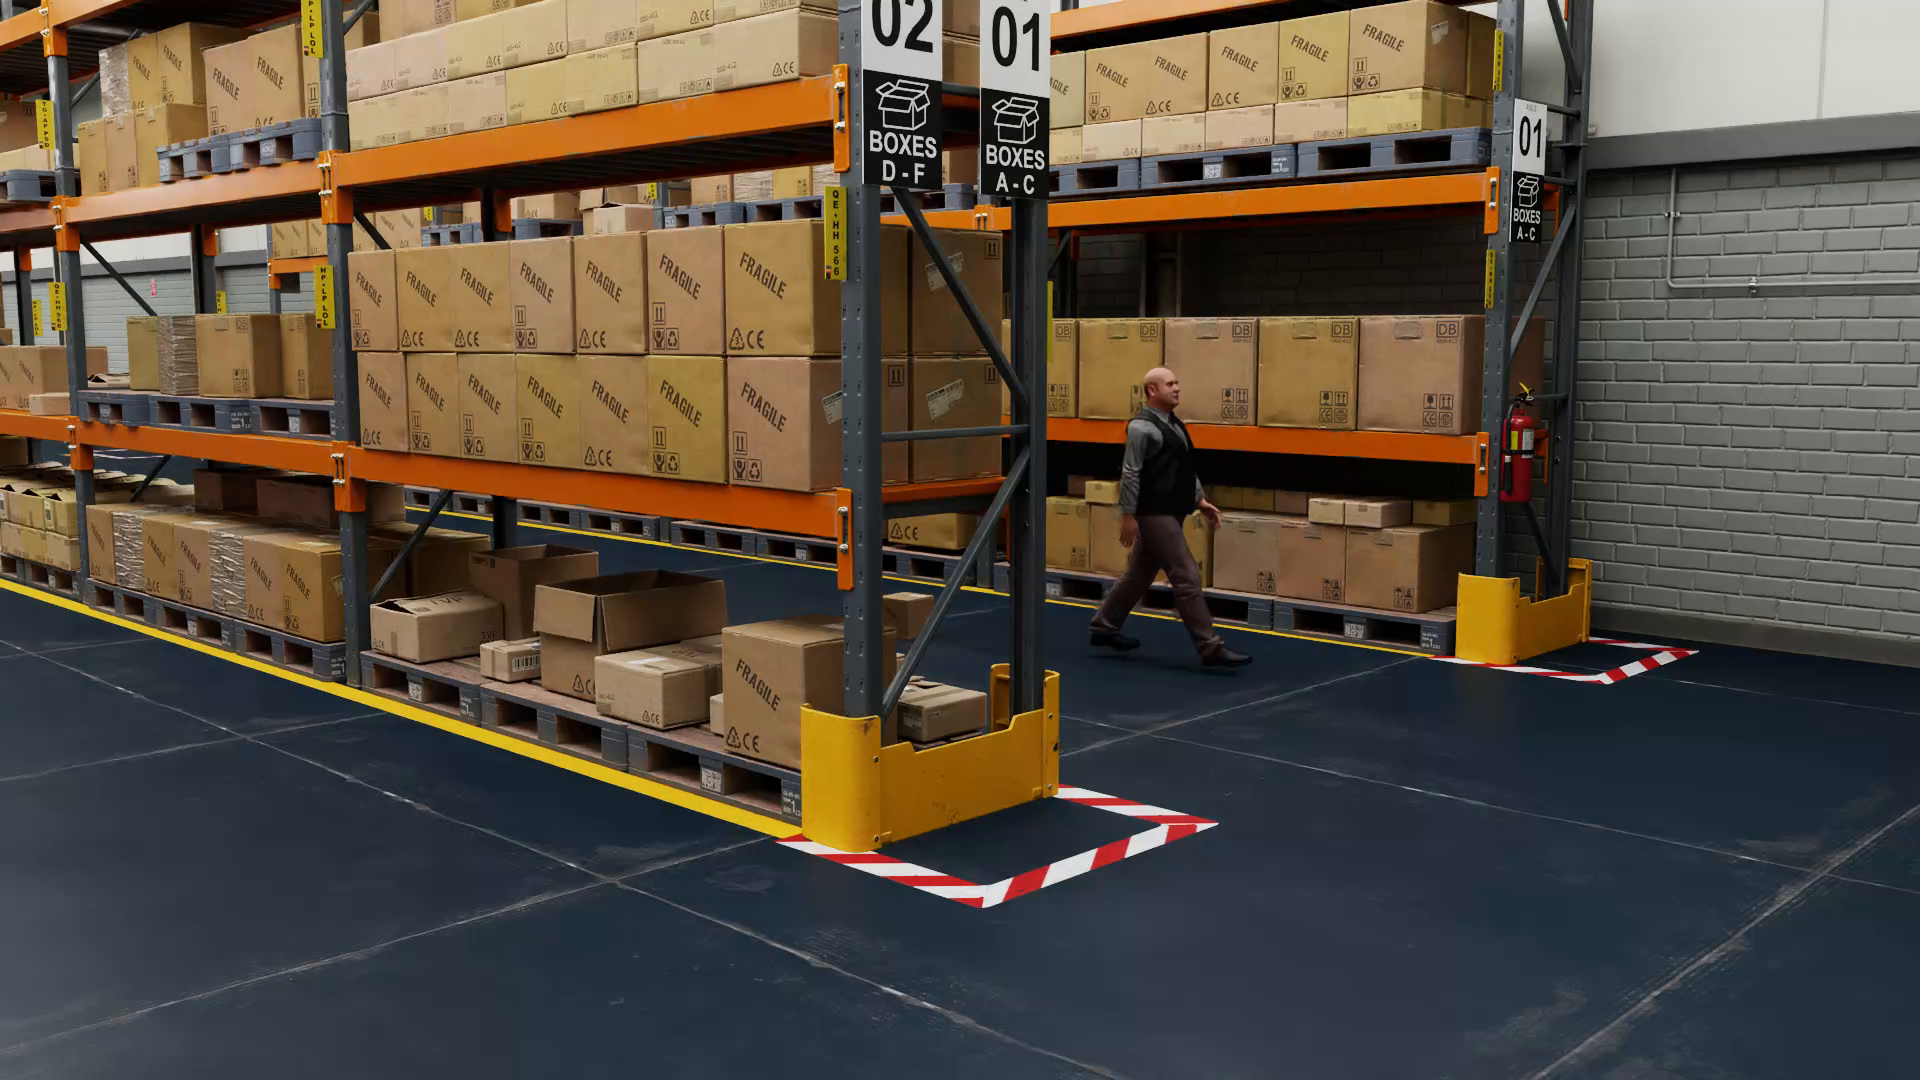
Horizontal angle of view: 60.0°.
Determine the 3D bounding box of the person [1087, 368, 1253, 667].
[{"bbox_3d":[1.209,-0.145,9.459,1.051,1.662,0.552,4,8,27],"label":"person"}]
